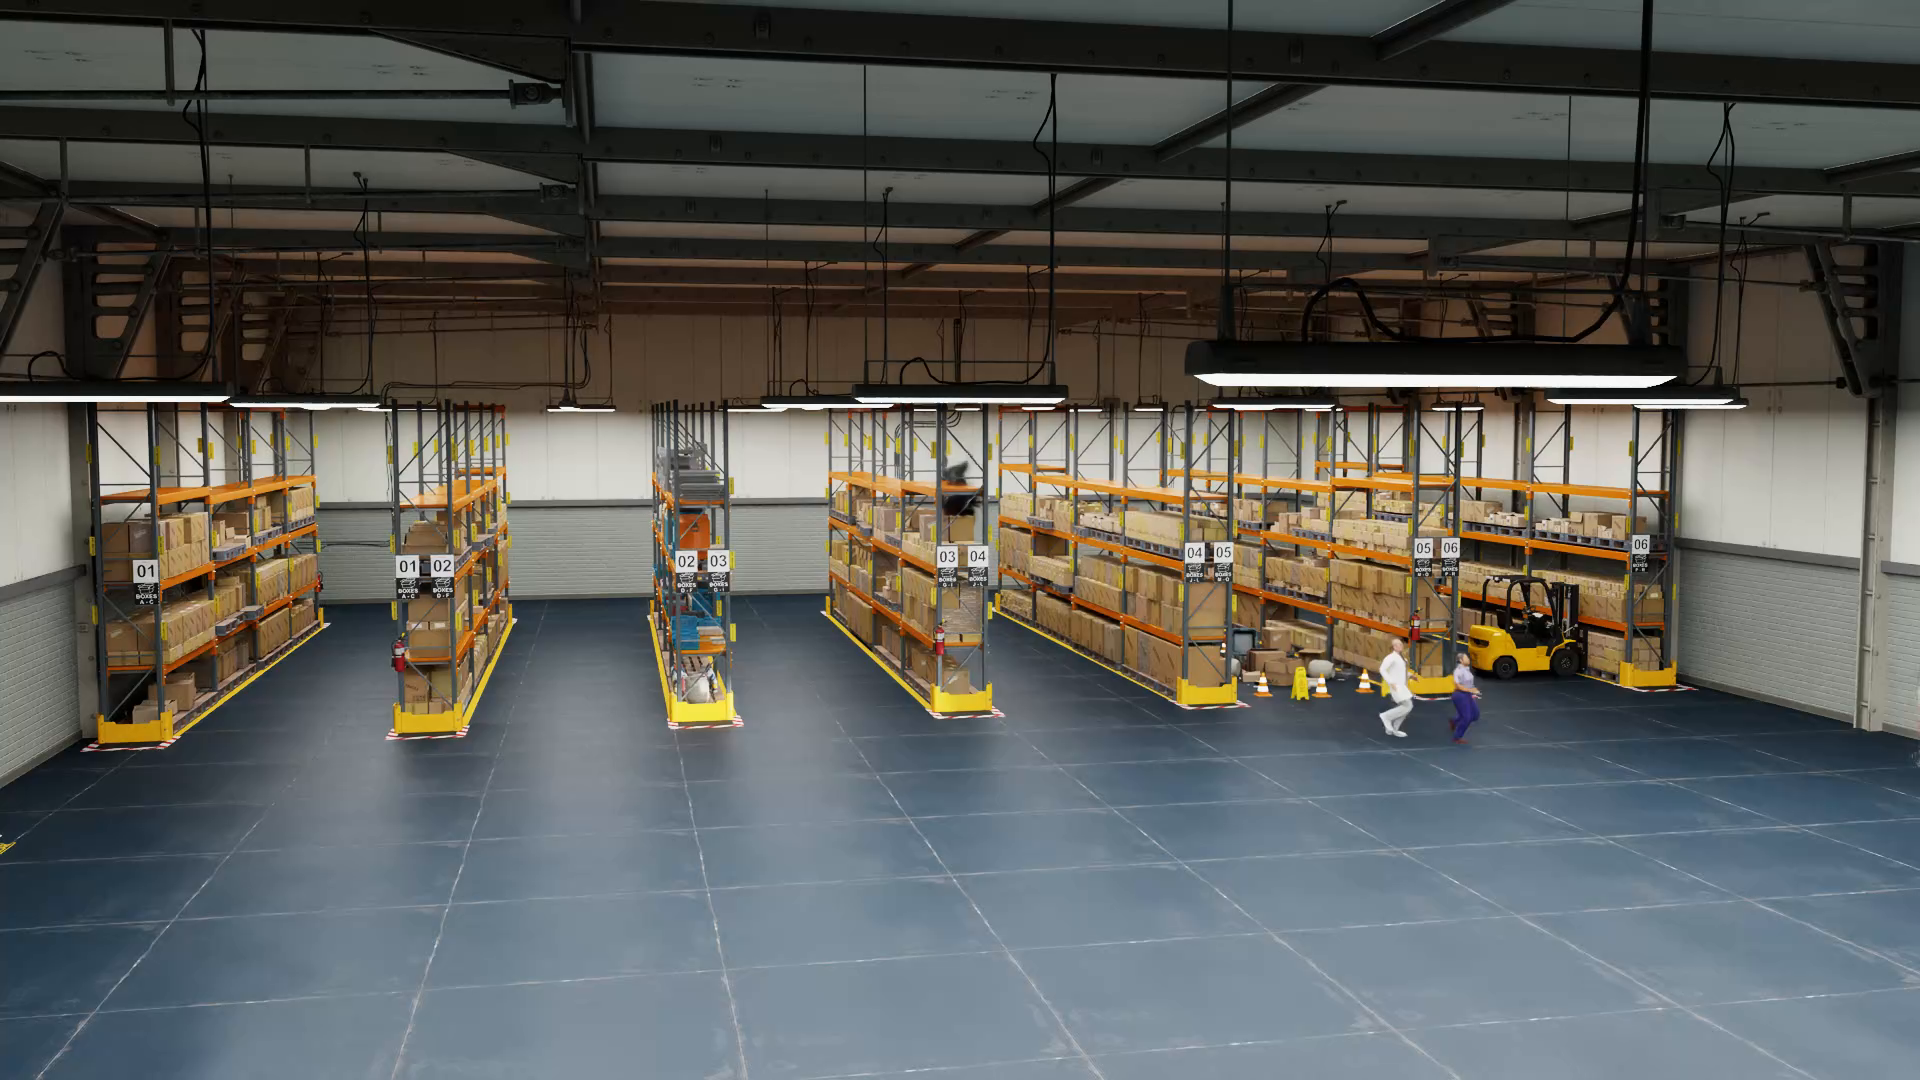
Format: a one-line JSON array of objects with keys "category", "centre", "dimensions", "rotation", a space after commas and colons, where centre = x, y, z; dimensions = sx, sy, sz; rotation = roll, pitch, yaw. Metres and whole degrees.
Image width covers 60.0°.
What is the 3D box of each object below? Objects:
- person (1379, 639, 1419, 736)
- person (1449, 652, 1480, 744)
[{"category": "person", "centre": [7.828, 2.632, 29.583], "dimensions": [0.625, 1.736, 0.716], "rotation": [3, 5, 33]}, {"category": "person", "centre": [8.790, 2.757, 29.003], "dimensions": [0.577, 1.606, 0.622], "rotation": [3, 5, 31]}]
